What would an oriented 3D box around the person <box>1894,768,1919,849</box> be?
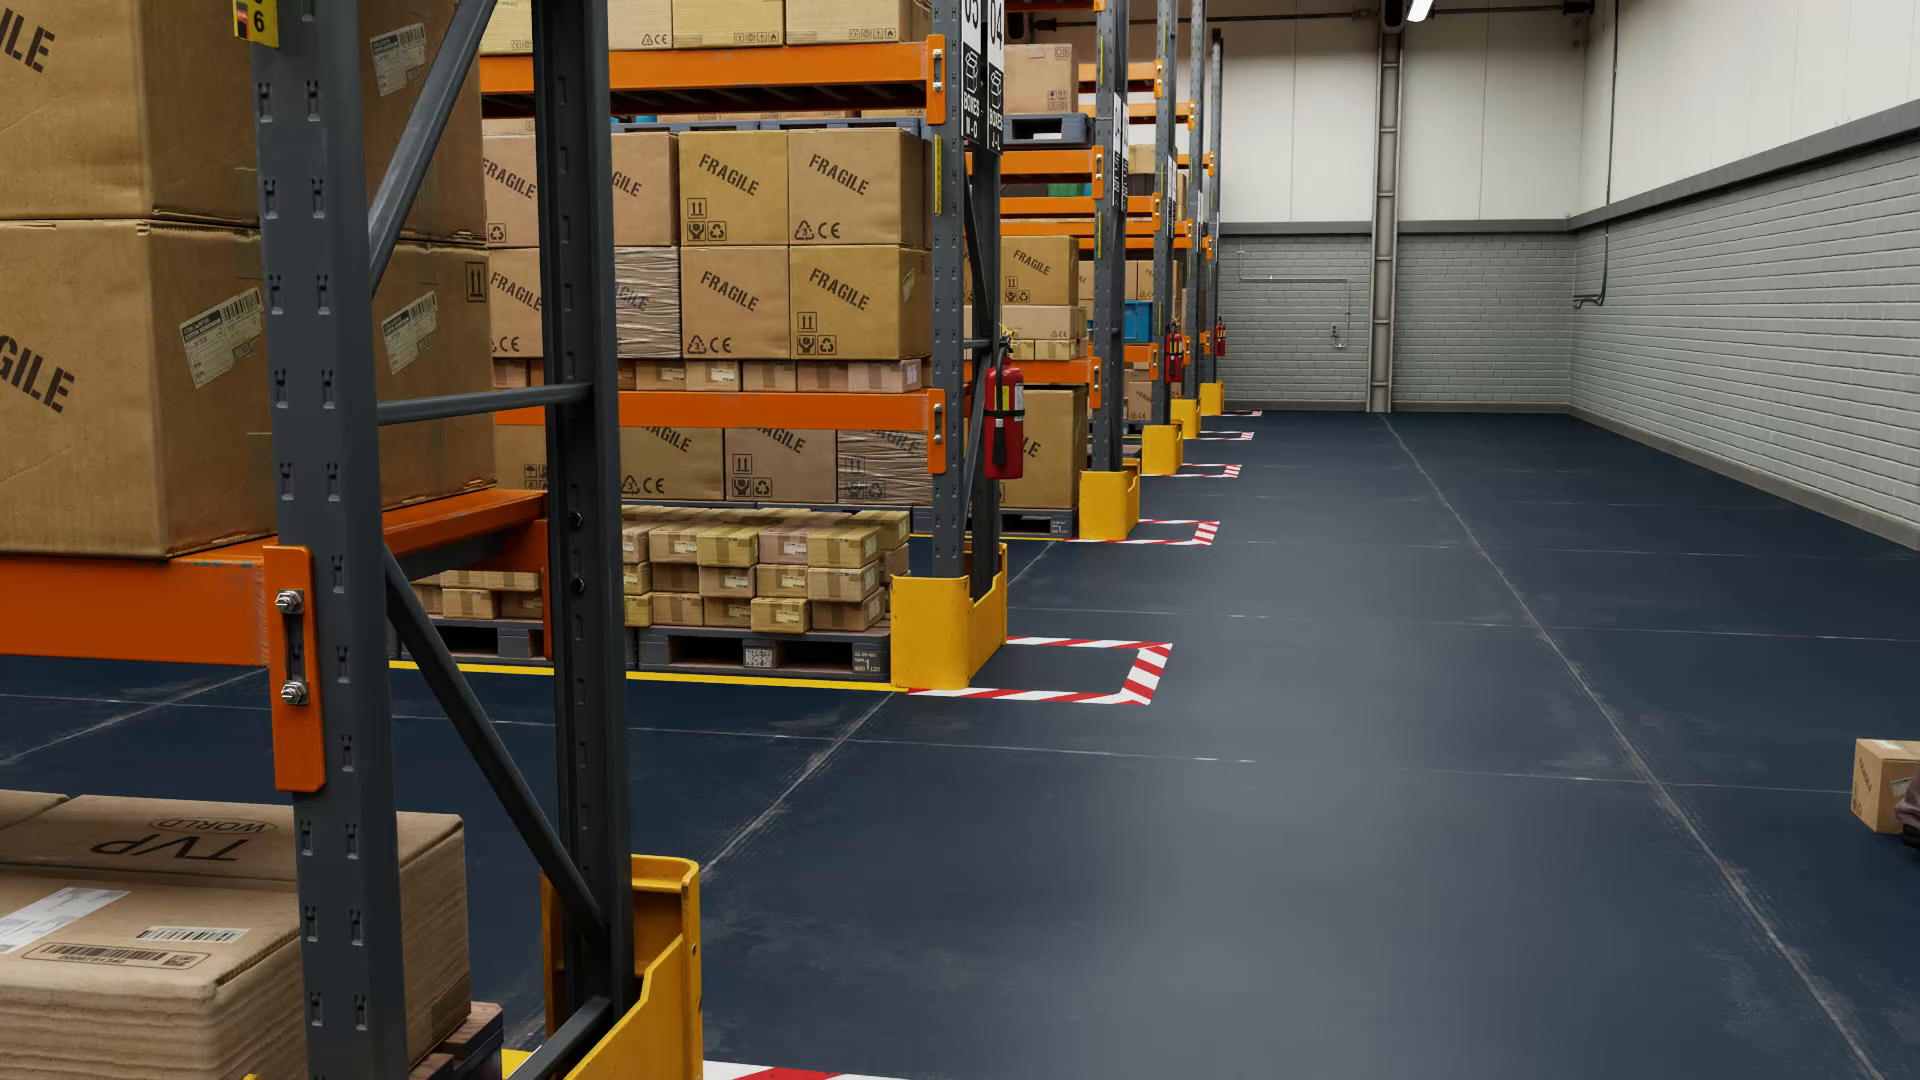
[{"bbox_3d":[3.212,0.149,4.936,0.691,1.776,0.572,3,9,22],"label":"person"}]
